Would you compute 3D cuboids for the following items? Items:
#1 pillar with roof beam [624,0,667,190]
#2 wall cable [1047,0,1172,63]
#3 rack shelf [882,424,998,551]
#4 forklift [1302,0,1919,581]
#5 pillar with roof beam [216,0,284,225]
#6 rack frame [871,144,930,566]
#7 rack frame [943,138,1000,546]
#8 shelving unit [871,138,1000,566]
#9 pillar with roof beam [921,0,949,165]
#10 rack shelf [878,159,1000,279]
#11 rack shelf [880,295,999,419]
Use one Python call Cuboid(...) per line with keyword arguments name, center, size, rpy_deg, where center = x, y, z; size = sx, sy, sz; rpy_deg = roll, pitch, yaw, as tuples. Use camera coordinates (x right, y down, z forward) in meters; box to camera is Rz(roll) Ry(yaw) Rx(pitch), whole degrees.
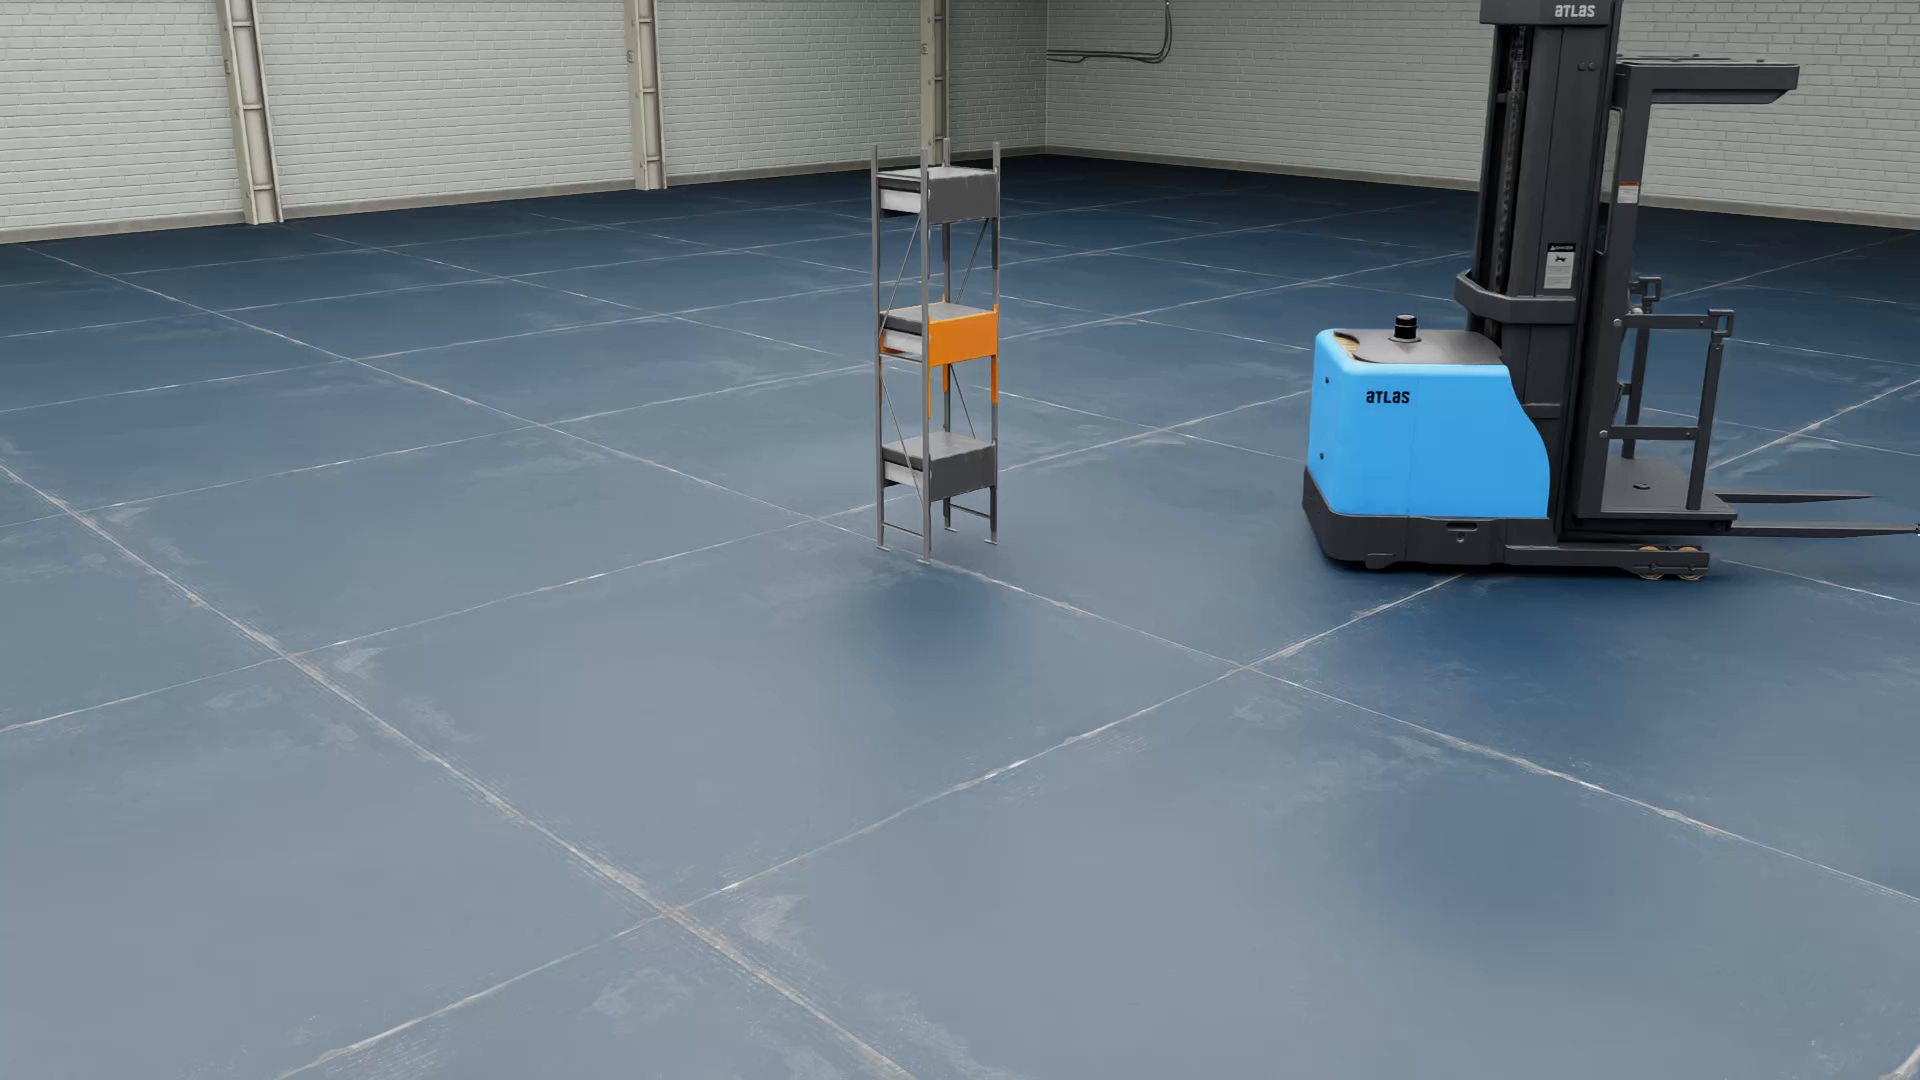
Cuboid(name="pillar with roof beam", center=(-1.840, -8.771, 21.446), size=(0.400, 9.000, 9.100), rpy_deg=(-16, 24, -41))
Cuboid(name="wall cable", center=(2.611, -9.858, 29.833), size=(0.112, 2.526, 3.097), rpy_deg=(-16, 24, -41))
Cuboid(name="rack shelf", center=(-0.120, -0.285, 8.773), size=(0.480, 0.518, 0.431), rpy_deg=(-16, 24, -41))
Cuboid(name="forklift", center=(3.412, -1.359, 8.425), size=(3.031, 2.935, 1.130), rpy_deg=(1, 18, 3))
Cuboid(name="pillar with roof beam", center=(-6.200, -7.500, 17.525), size=(0.400, 9.000, 9.100), rpy_deg=(-16, 24, -41))
Cuboid(name="rack frame", center=(-0.298, -0.912, 8.393), size=(0.015, 2.100, 0.400), rpy_deg=(-16, 24, -41))
Cuboid(name="rack frame", center=(0.057, -1.015, 8.712), size=(0.015, 2.100, 0.400), rpy_deg=(-16, 24, -41))
Cuboid(name="shelving unit", center=(-0.120, -0.964, 8.553), size=(0.503, 2.100, 0.431), rpy_deg=(-16, 24, -41))
Cuboid(name="pillar with roof beam", center=(2.520, -10.042, 25.367), size=(0.400, 9.000, 9.100), rpy_deg=(-16, 24, -41))
Cuboid(name="rack shelf", center=(-0.120, -1.617, 8.341), size=(0.480, 0.518, 0.431), rpy_deg=(-16, 24, -41))
Cuboid(name="rack shelf", center=(-0.120, -0.951, 8.557), size=(0.480, 0.518, 0.431), rpy_deg=(-16, 24, -41))
